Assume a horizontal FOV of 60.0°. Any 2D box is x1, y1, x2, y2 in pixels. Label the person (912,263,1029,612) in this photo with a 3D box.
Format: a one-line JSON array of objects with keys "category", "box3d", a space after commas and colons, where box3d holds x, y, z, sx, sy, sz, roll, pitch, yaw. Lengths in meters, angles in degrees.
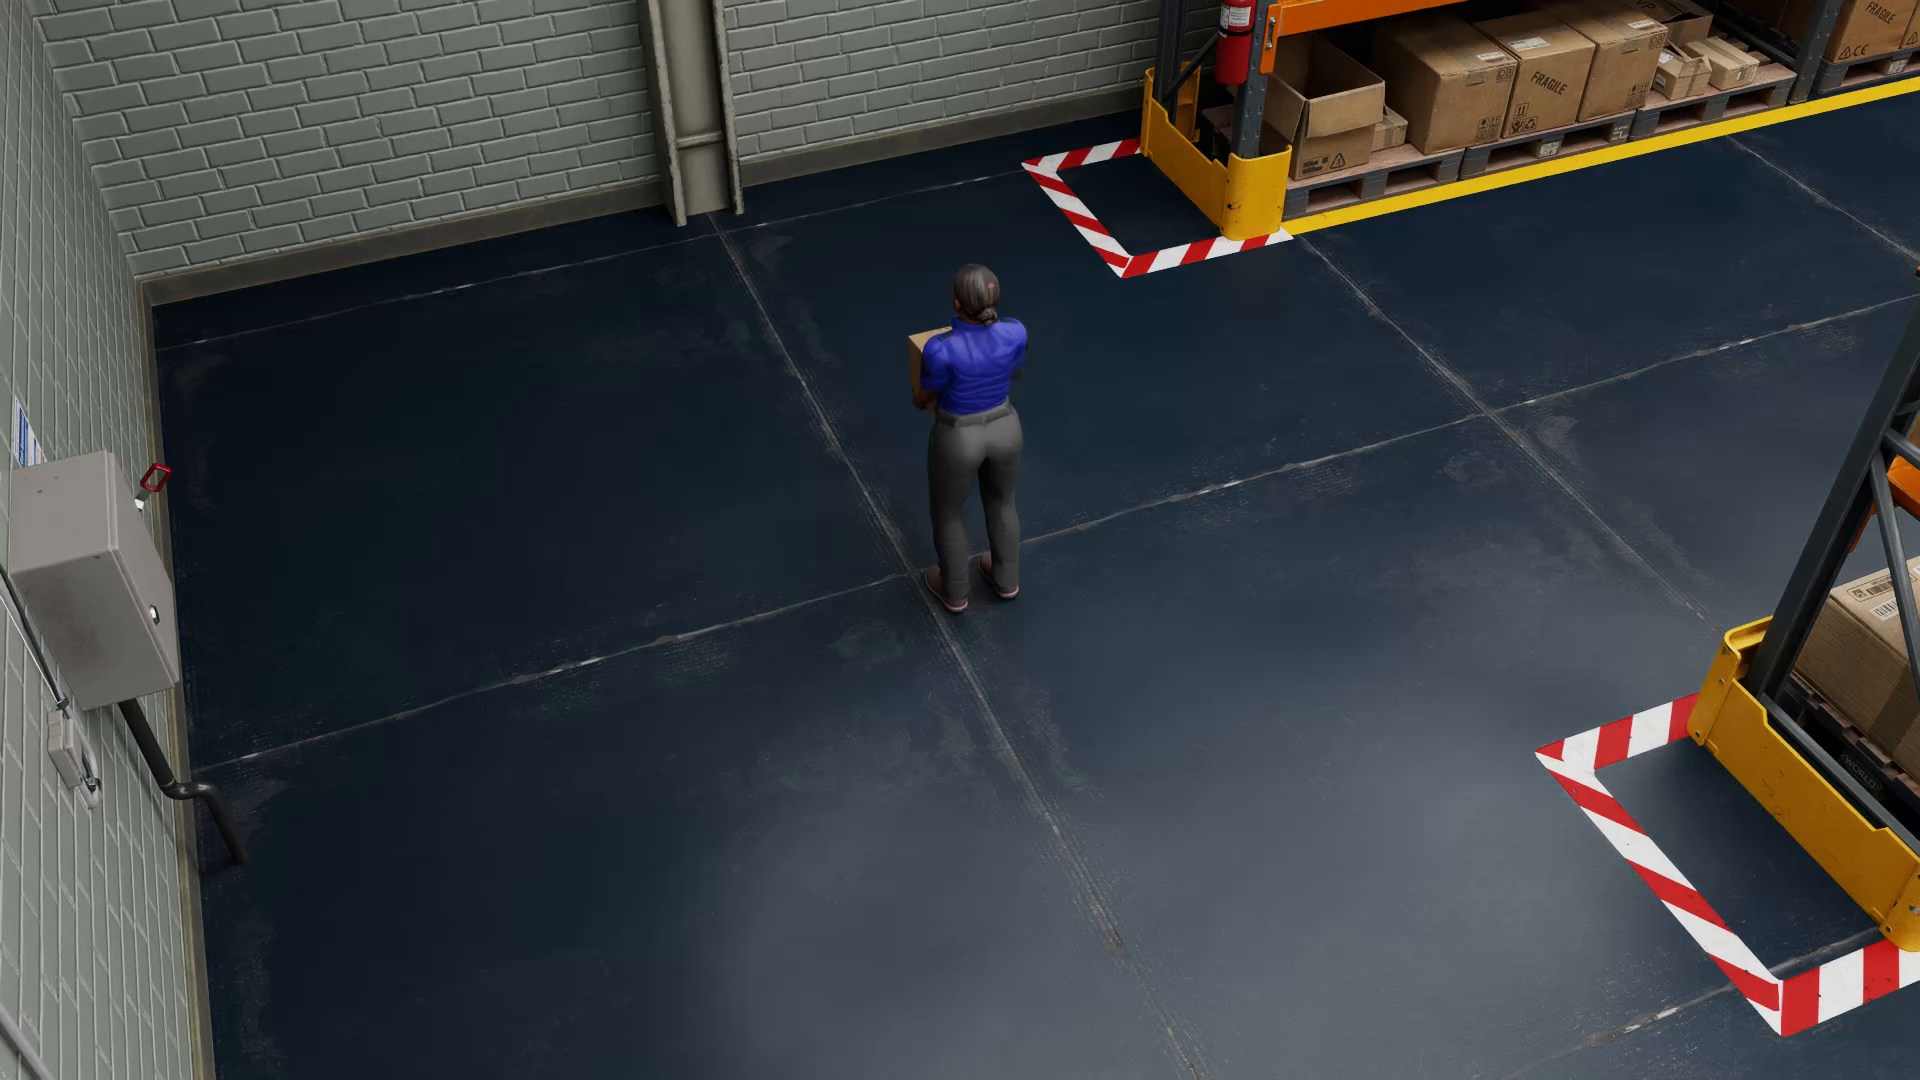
[{"category": "person", "box3d": [0.025, -0.454, 6.675, 0.446, 1.656, 0.496, -15, 44, -16]}]
